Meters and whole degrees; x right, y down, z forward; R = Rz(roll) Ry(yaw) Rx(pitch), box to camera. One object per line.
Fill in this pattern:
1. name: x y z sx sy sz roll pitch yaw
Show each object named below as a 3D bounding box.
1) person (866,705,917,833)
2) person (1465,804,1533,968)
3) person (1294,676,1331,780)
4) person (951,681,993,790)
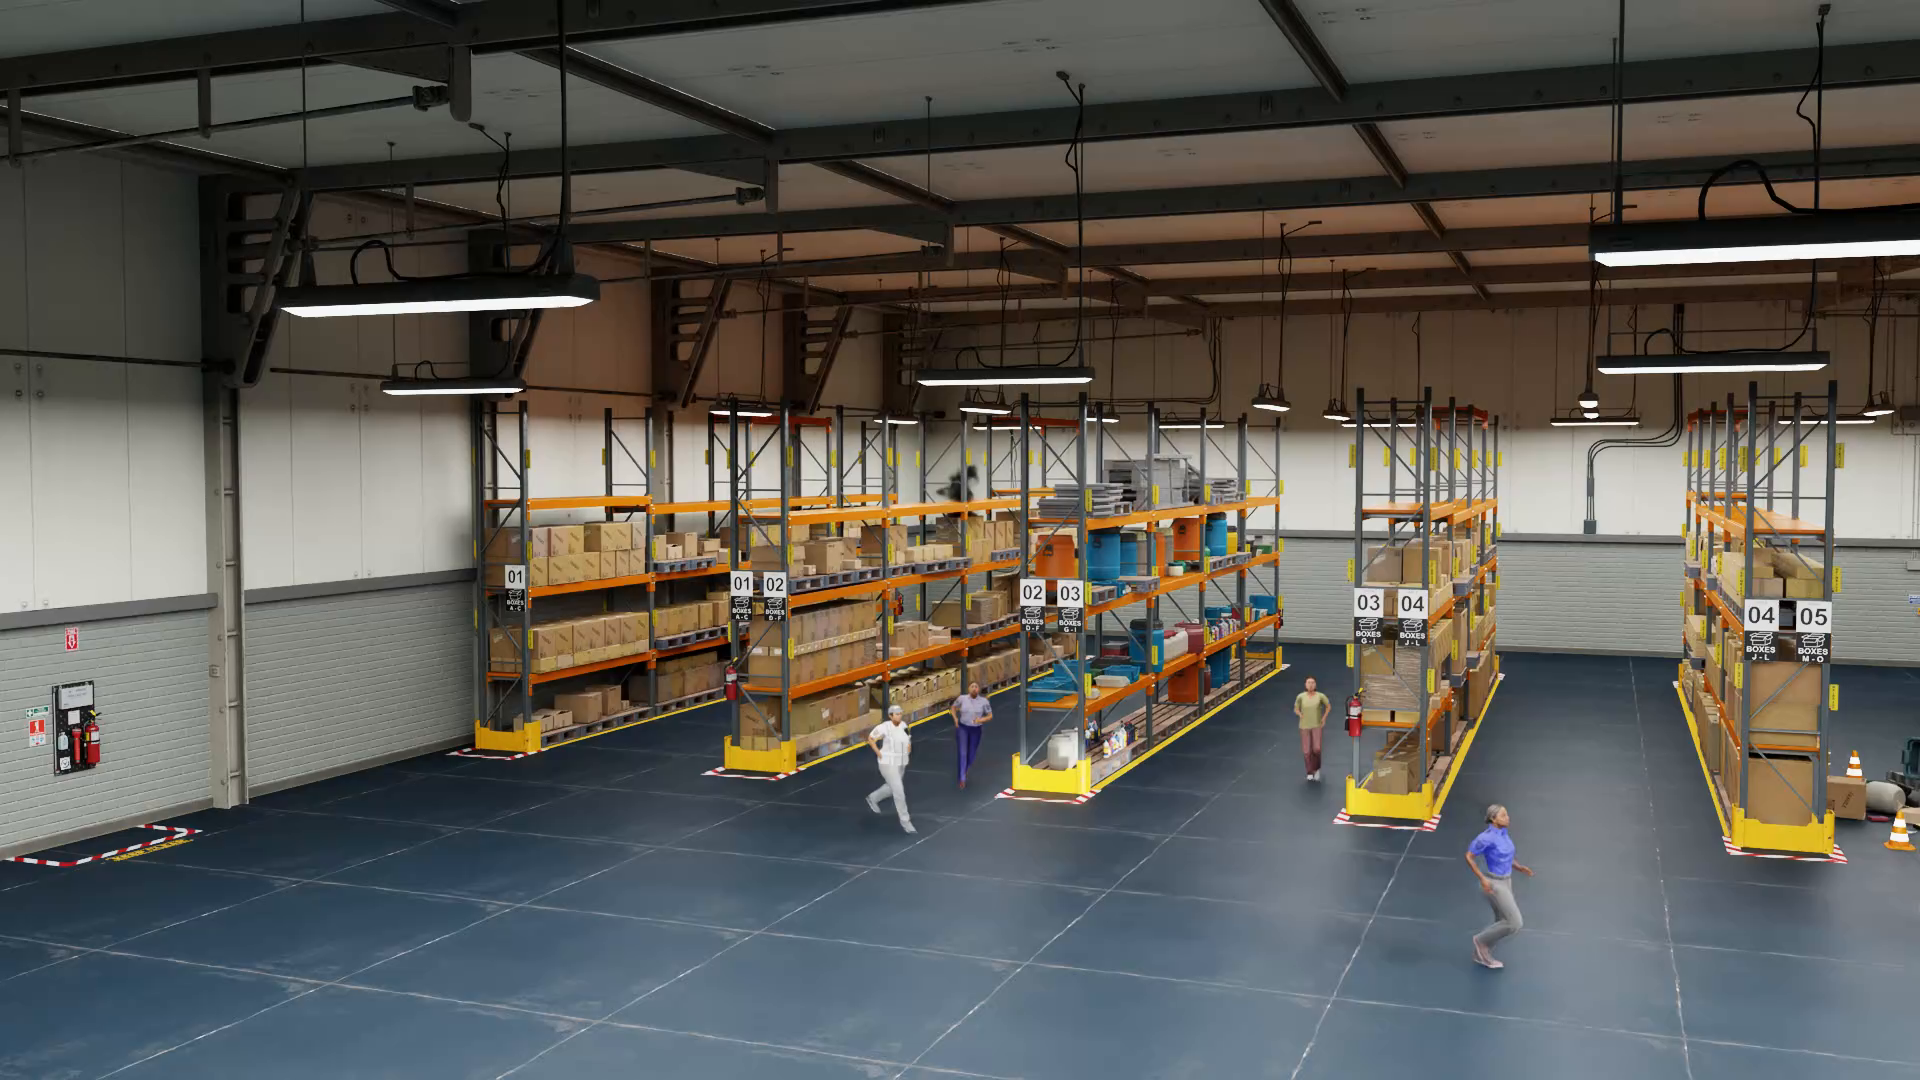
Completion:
1. person: -0.896 3.082 22.665 1.023 1.693 0.572 2 4 41
2. person: 5.302 3.395 16.251 0.568 1.615 0.560 2 4 39
3. person: 5.438 2.918 25.739 0.559 1.629 0.583 1 3 17
4. person: 0.179 2.981 25.543 0.642 1.641 0.802 0 3 -1
